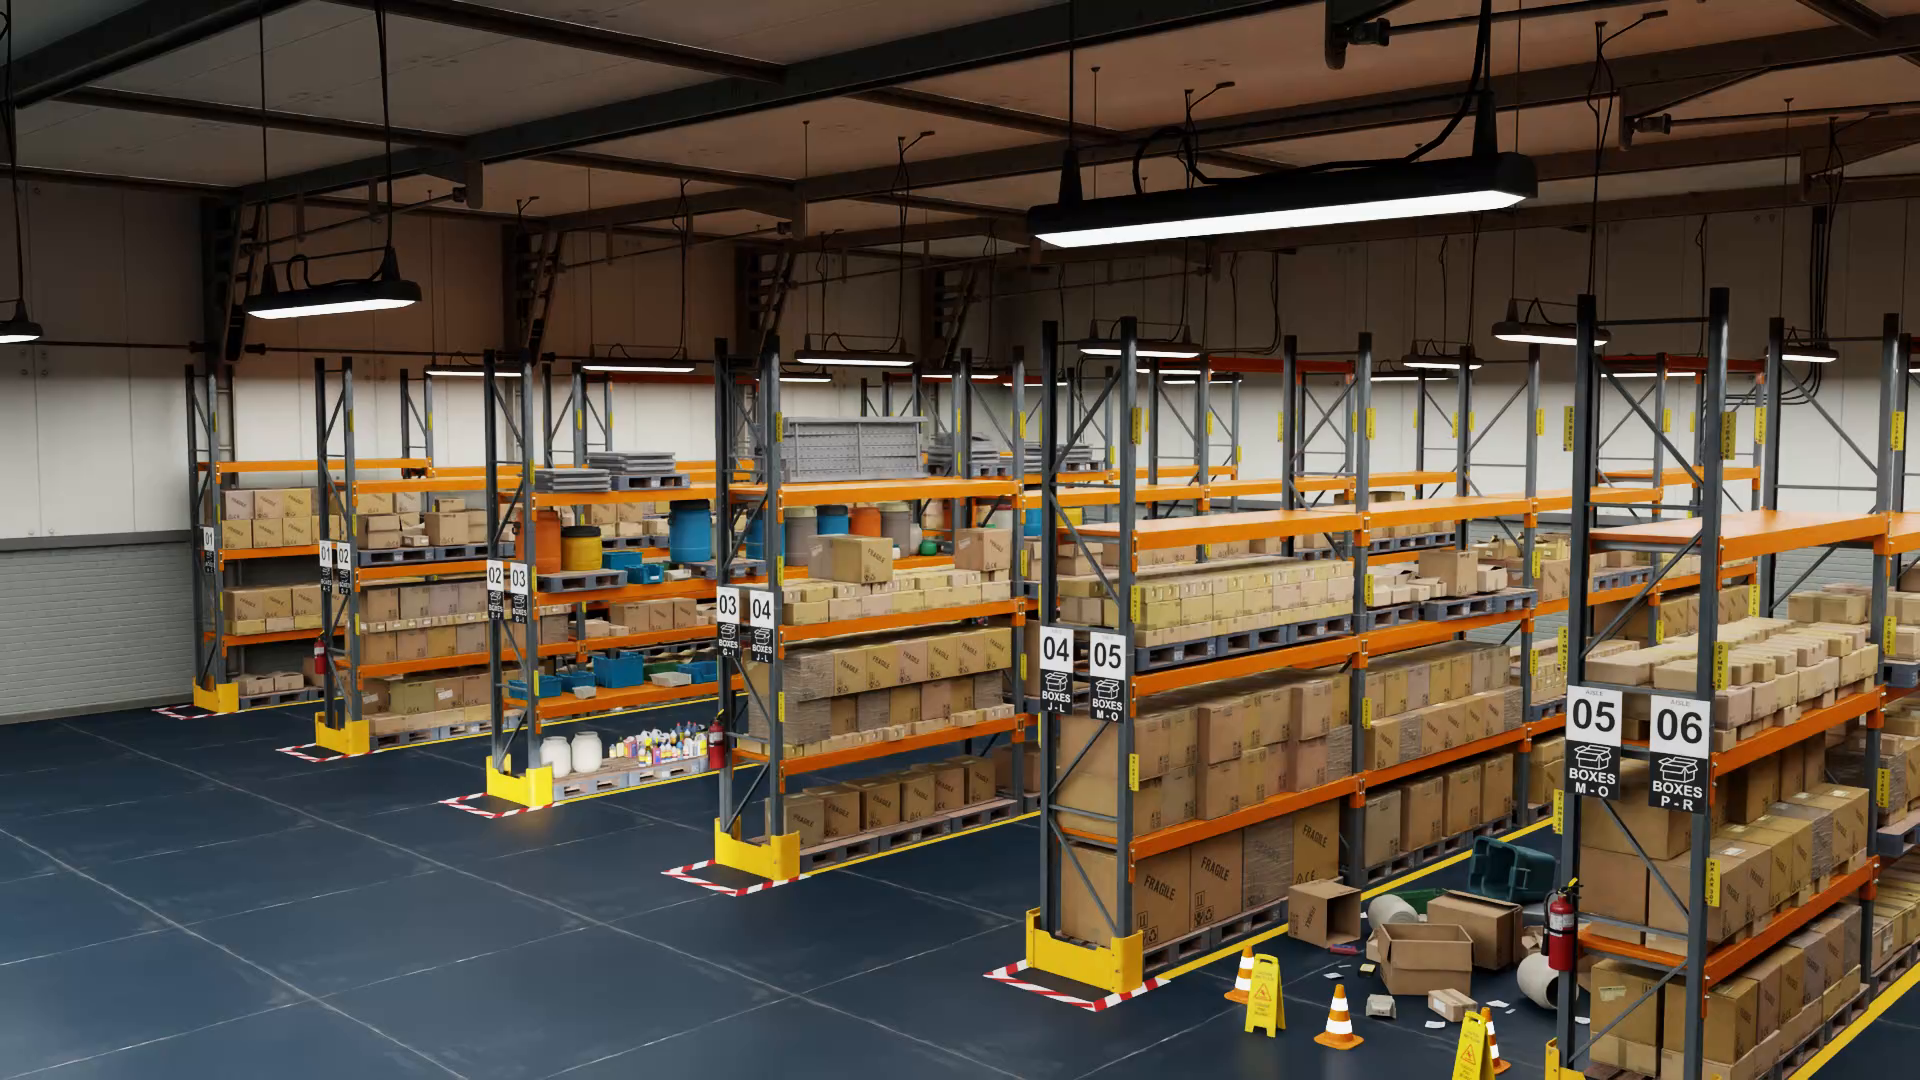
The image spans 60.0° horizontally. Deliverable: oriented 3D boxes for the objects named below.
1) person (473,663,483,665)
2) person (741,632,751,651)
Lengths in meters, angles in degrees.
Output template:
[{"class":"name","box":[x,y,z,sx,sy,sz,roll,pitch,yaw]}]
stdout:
[{"class":"person","box":[-8.589,2.091,29.378,0.451,1.607,1.009,2,5,27]},{"class":"person","box":[-4.520,1.567,35.404,0.486,1.742,1.071,3,5,34]}]
